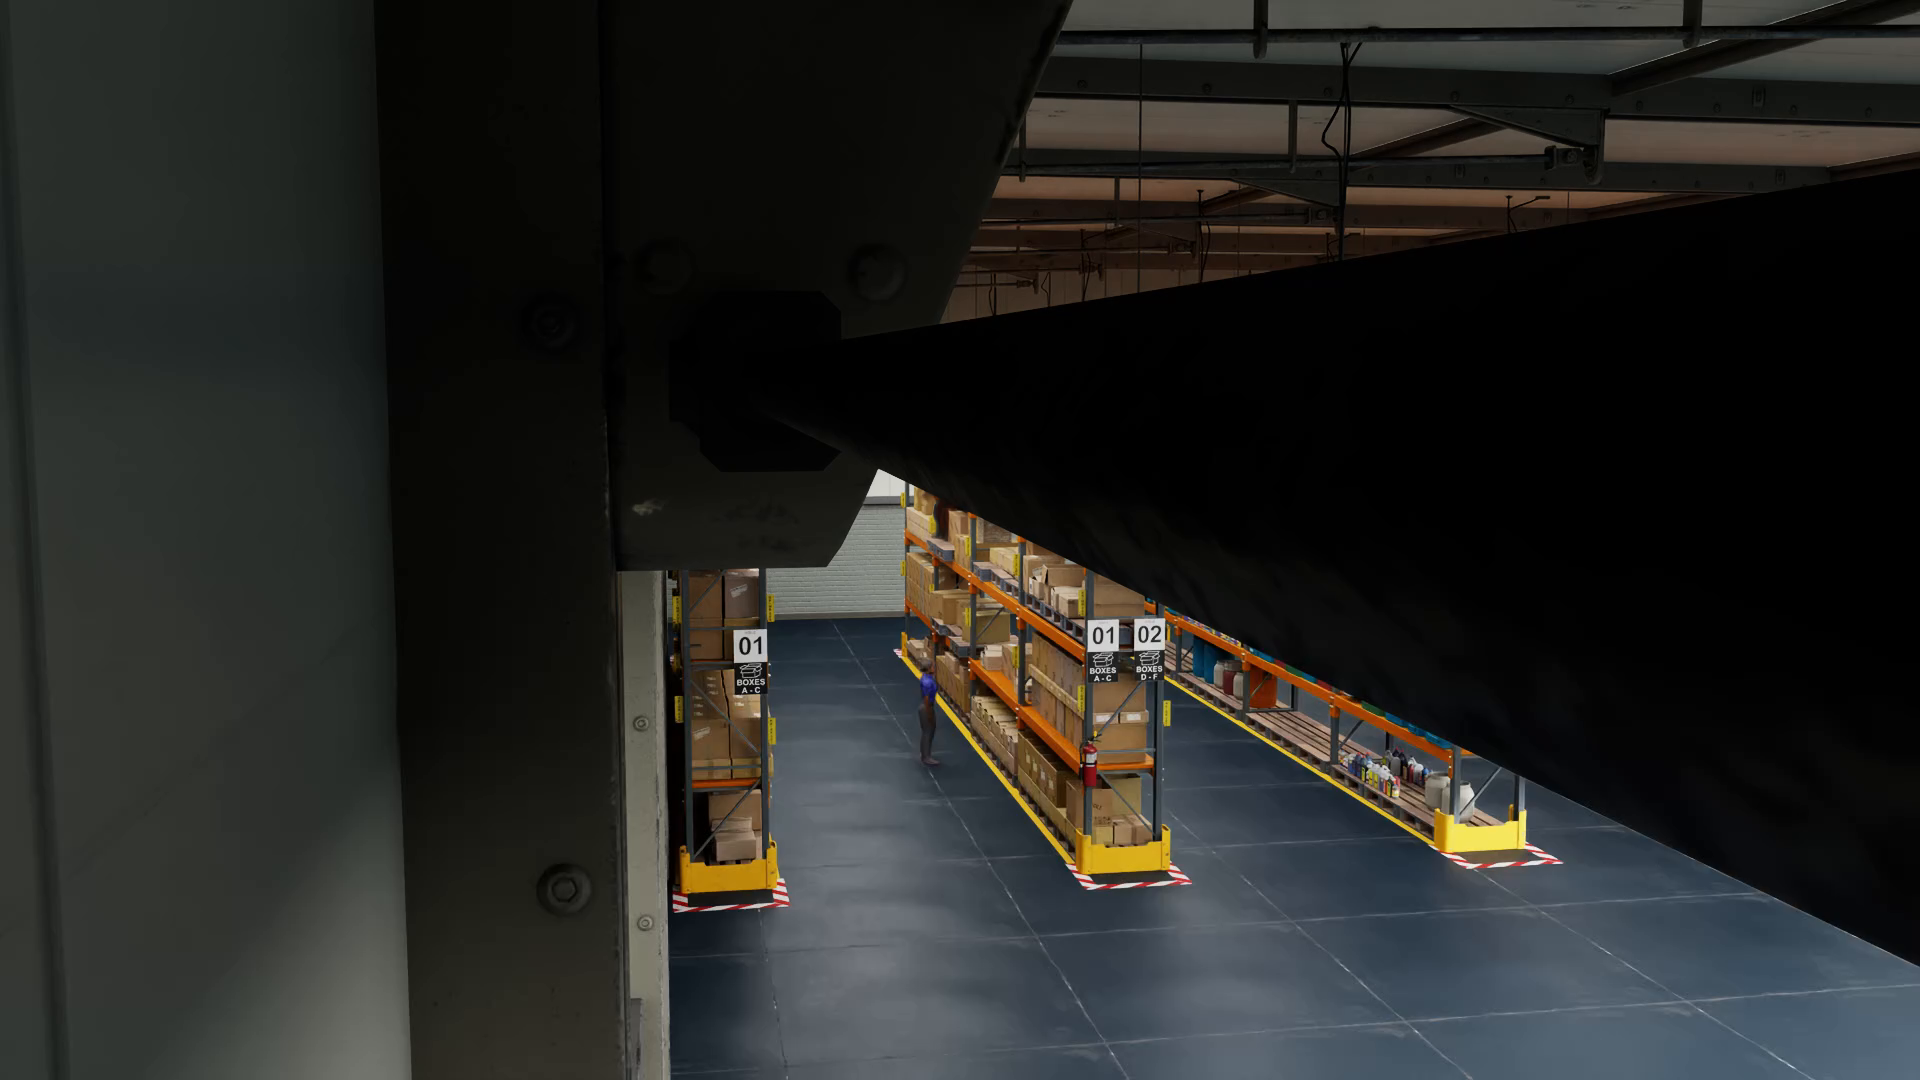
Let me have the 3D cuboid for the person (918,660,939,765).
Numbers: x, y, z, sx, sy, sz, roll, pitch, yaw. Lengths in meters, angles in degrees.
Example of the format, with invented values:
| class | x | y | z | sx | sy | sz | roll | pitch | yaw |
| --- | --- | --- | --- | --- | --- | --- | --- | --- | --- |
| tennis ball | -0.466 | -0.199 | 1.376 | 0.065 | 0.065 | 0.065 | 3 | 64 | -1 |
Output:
| class | x | y | z | sx | sy | sz | roll | pitch | yaw |
| --- | --- | --- | --- | --- | --- | --- | --- | --- | --- |
| person | -0.511 | 2.785 | 26.686 | 0.334 | 1.743 | 0.524 | 0 | 6 | -2 |
